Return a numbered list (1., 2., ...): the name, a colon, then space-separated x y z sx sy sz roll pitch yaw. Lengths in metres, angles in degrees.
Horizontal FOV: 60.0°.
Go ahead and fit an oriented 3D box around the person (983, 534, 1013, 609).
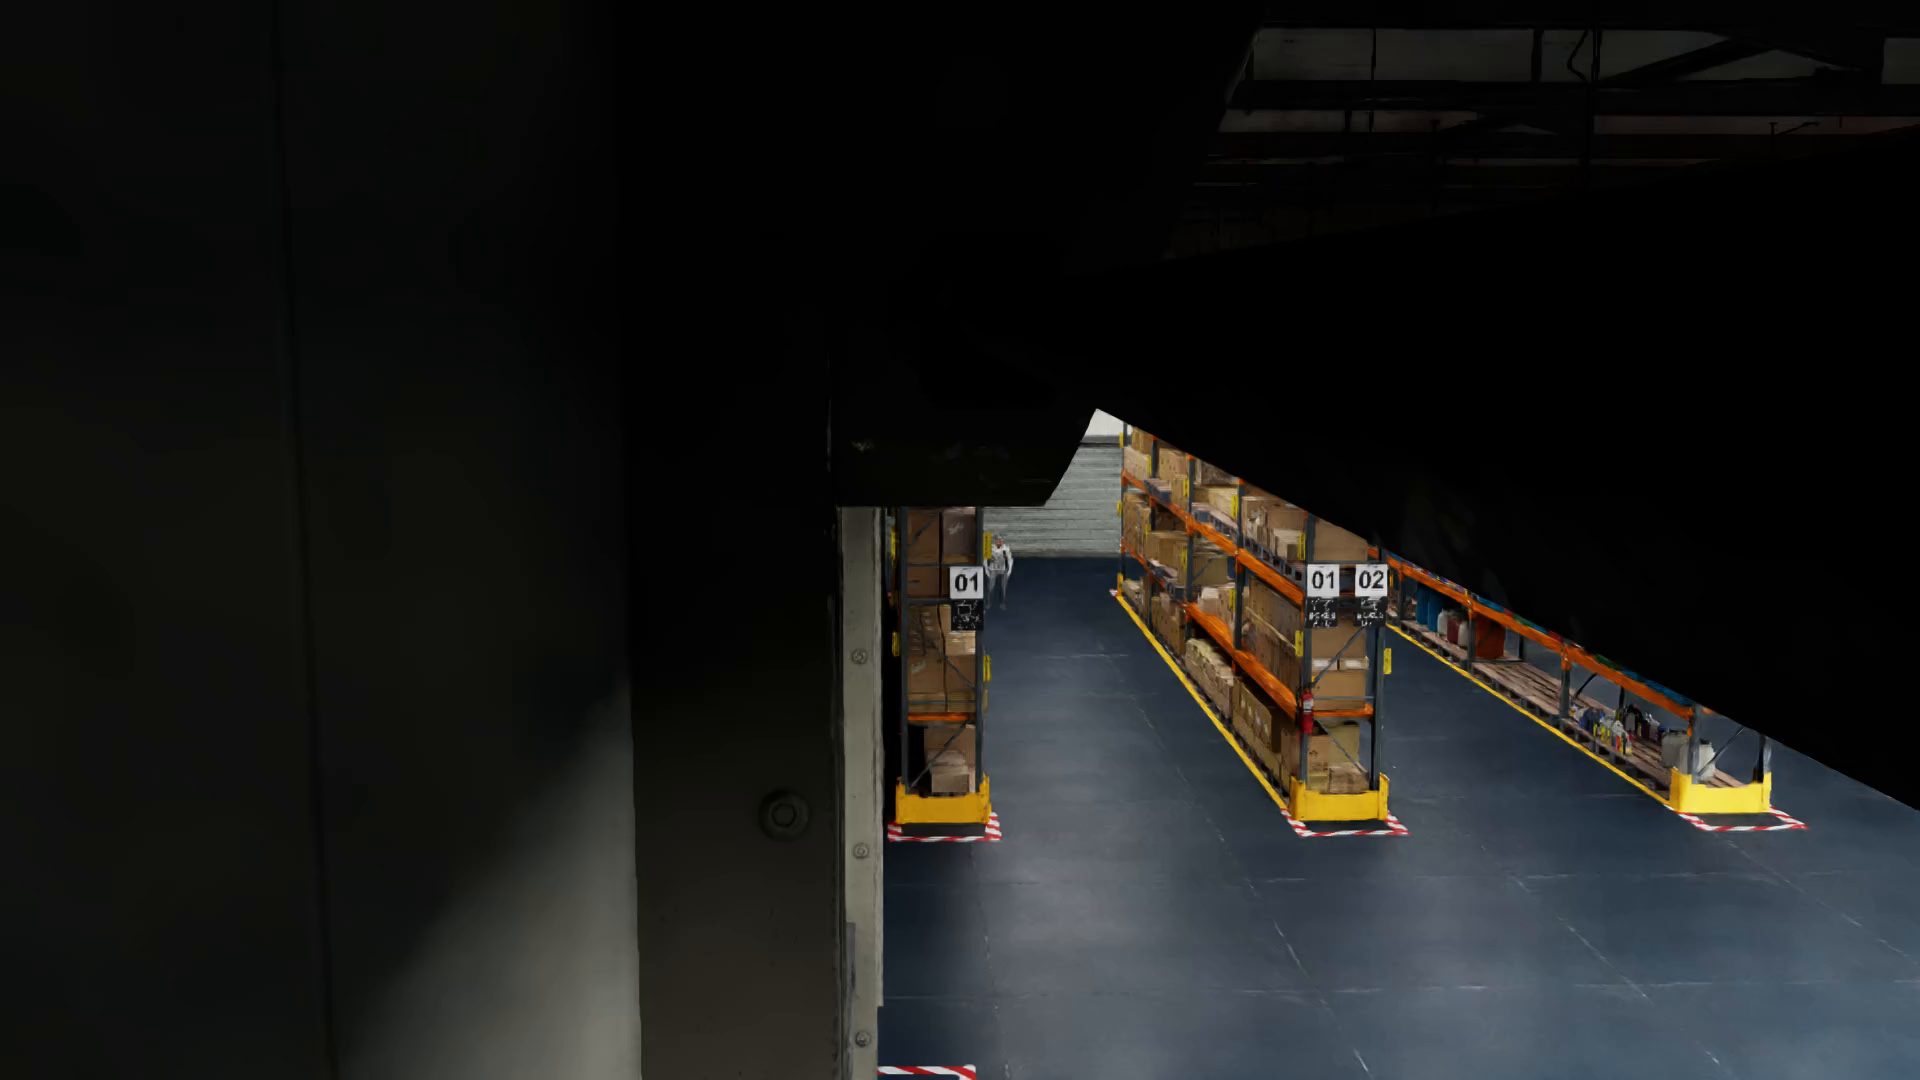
1. person: 0.791 0.643 34.829 0.639 1.632 0.512 -1 8 -5
